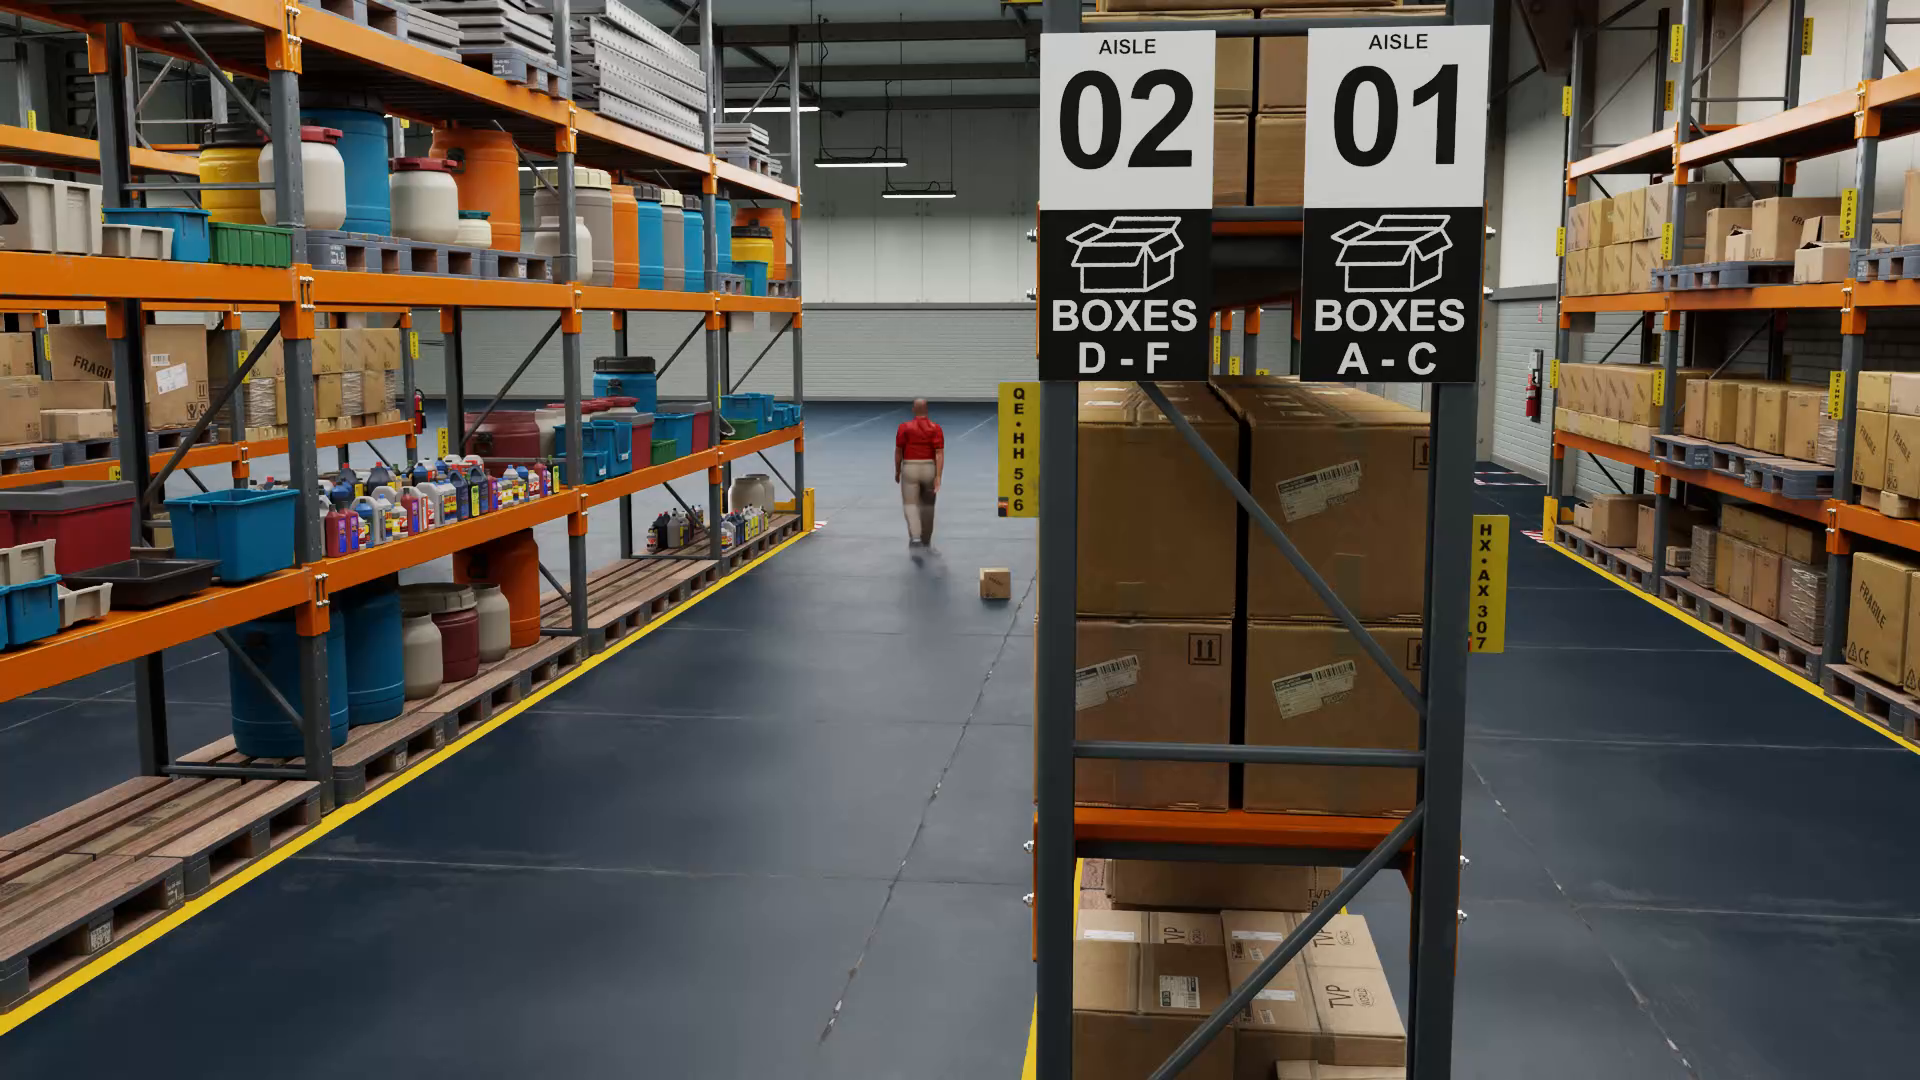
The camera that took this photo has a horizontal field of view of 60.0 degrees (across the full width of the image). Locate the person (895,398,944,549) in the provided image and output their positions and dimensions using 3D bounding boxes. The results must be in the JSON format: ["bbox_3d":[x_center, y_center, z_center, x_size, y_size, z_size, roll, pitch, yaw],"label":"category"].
[{"bbox_3d":[-0.456,-0.732,18.395,0.525,1.678,1.008,-1,8,-10],"label":"person"}]
